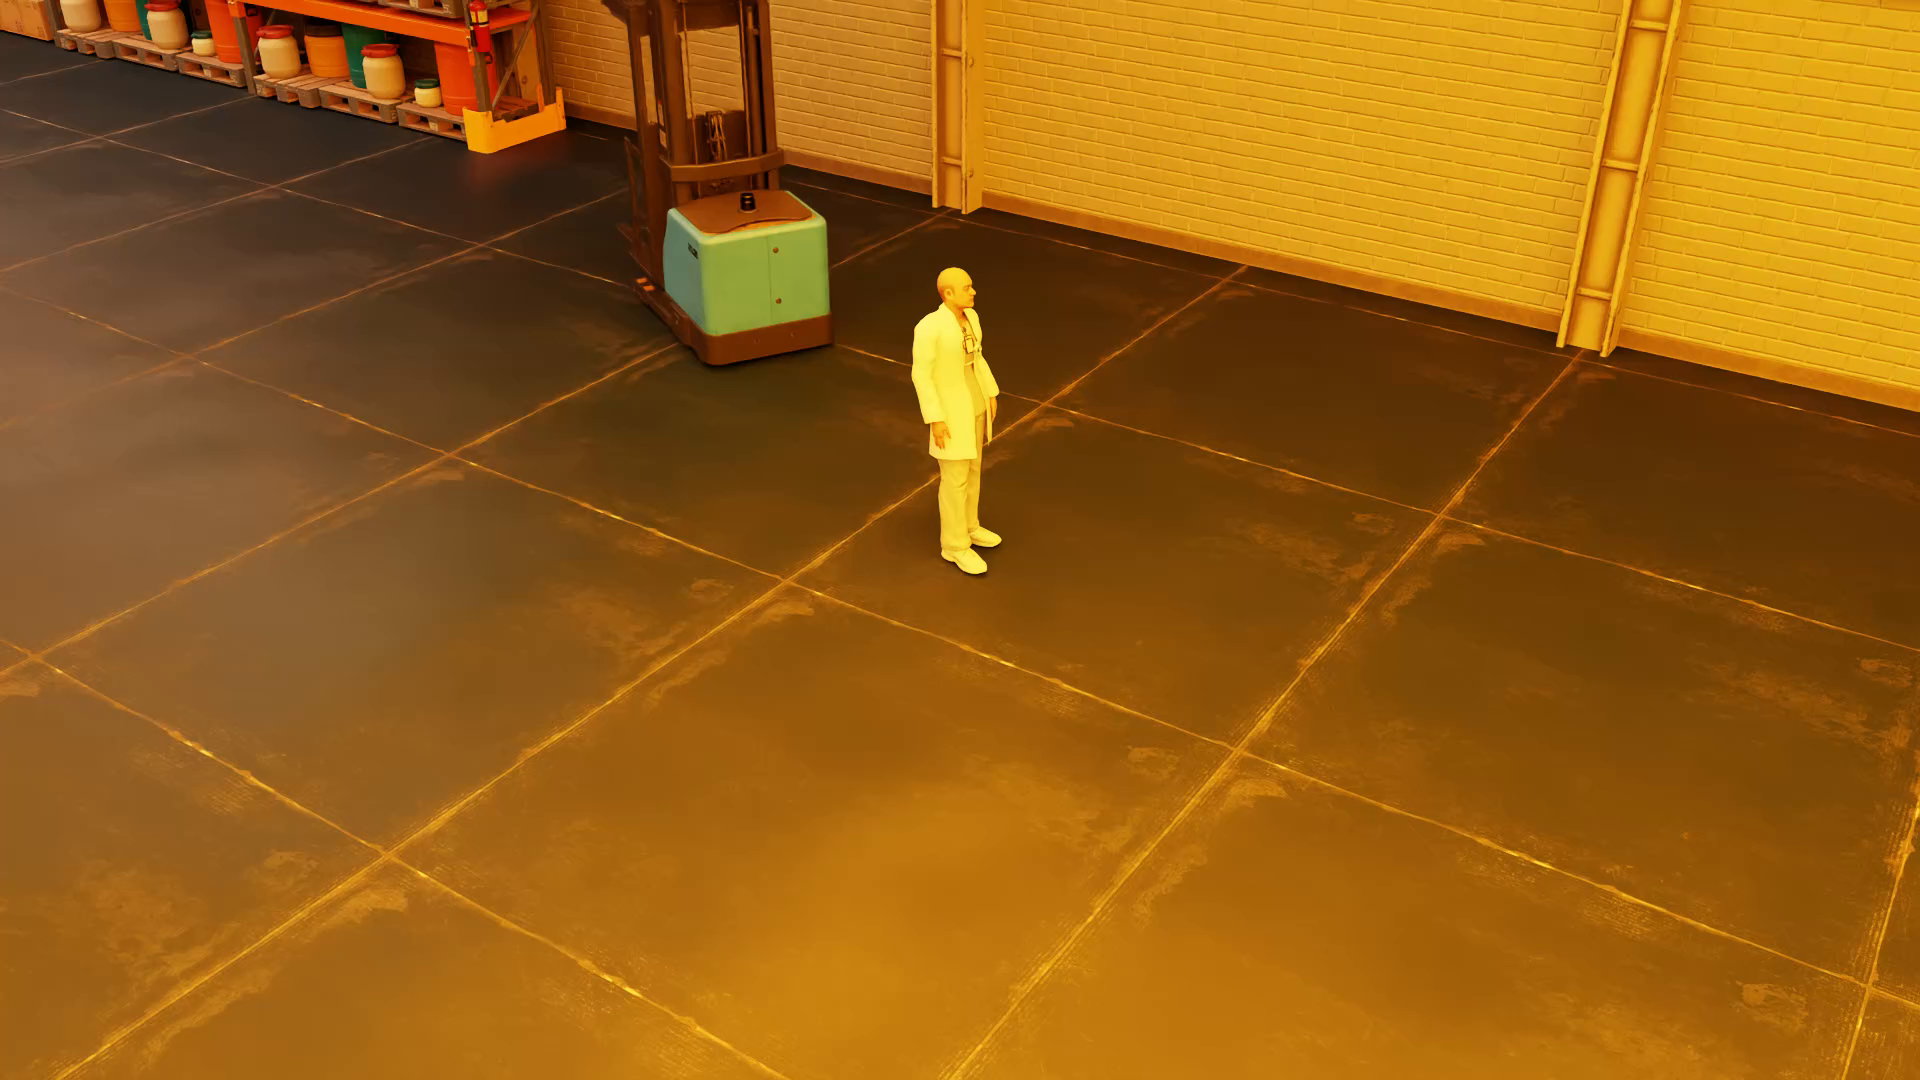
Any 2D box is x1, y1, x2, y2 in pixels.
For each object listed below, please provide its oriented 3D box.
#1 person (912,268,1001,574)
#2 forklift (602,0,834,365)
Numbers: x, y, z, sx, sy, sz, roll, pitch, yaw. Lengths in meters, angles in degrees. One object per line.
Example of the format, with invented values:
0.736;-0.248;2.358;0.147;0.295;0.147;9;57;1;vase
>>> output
0.072;-0.748;10.003;0.581;1.776;0.696;19;35;29;person
-2.109;-3.312;13.286;1.130;2.935;3.031;-14;33;-23;forklift
